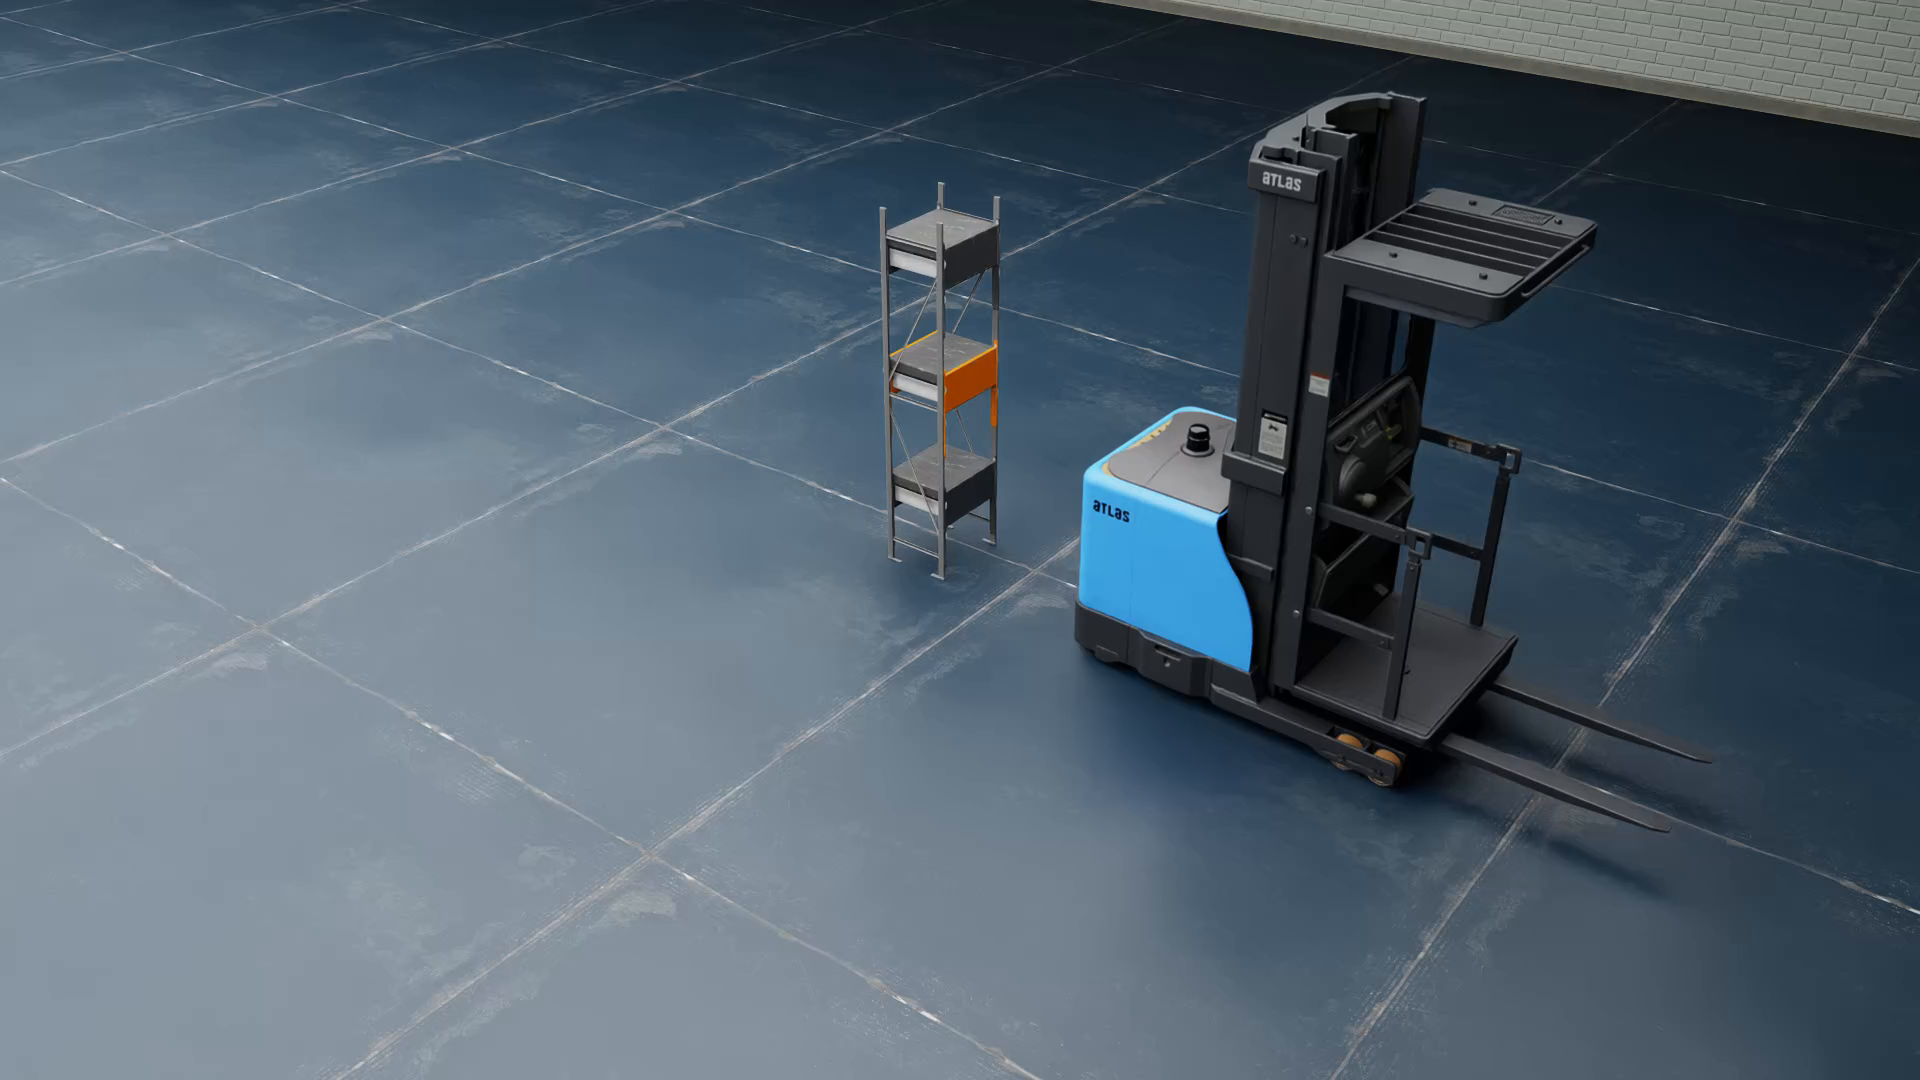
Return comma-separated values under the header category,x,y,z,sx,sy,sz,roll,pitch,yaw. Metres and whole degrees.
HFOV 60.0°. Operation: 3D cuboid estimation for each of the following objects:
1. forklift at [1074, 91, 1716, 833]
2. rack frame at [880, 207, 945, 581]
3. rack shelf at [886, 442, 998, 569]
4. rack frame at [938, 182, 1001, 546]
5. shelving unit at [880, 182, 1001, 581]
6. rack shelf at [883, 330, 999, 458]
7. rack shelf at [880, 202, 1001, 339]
category,x,y,z,sx,sy,sz,roll,pitch,yaw
forklift,2.073,-0.414,7.574,3.031,2.935,1.130,22,37,32
rack frame,-0.247,-0.737,8.934,0.400,2.100,0.015,21,37,31
rack shelf,-0.100,-0.222,9.465,0.431,0.518,0.480,21,37,31
rack frame,0.047,-0.935,9.269,0.400,2.100,0.015,21,37,31
shelving unit,-0.100,-0.836,9.101,0.431,2.100,0.503,21,37,31
rack shelf,-0.100,-0.824,9.108,0.431,0.518,0.480,21,37,31
rack shelf,-0.100,-1.426,8.751,0.431,0.518,0.480,21,37,31
